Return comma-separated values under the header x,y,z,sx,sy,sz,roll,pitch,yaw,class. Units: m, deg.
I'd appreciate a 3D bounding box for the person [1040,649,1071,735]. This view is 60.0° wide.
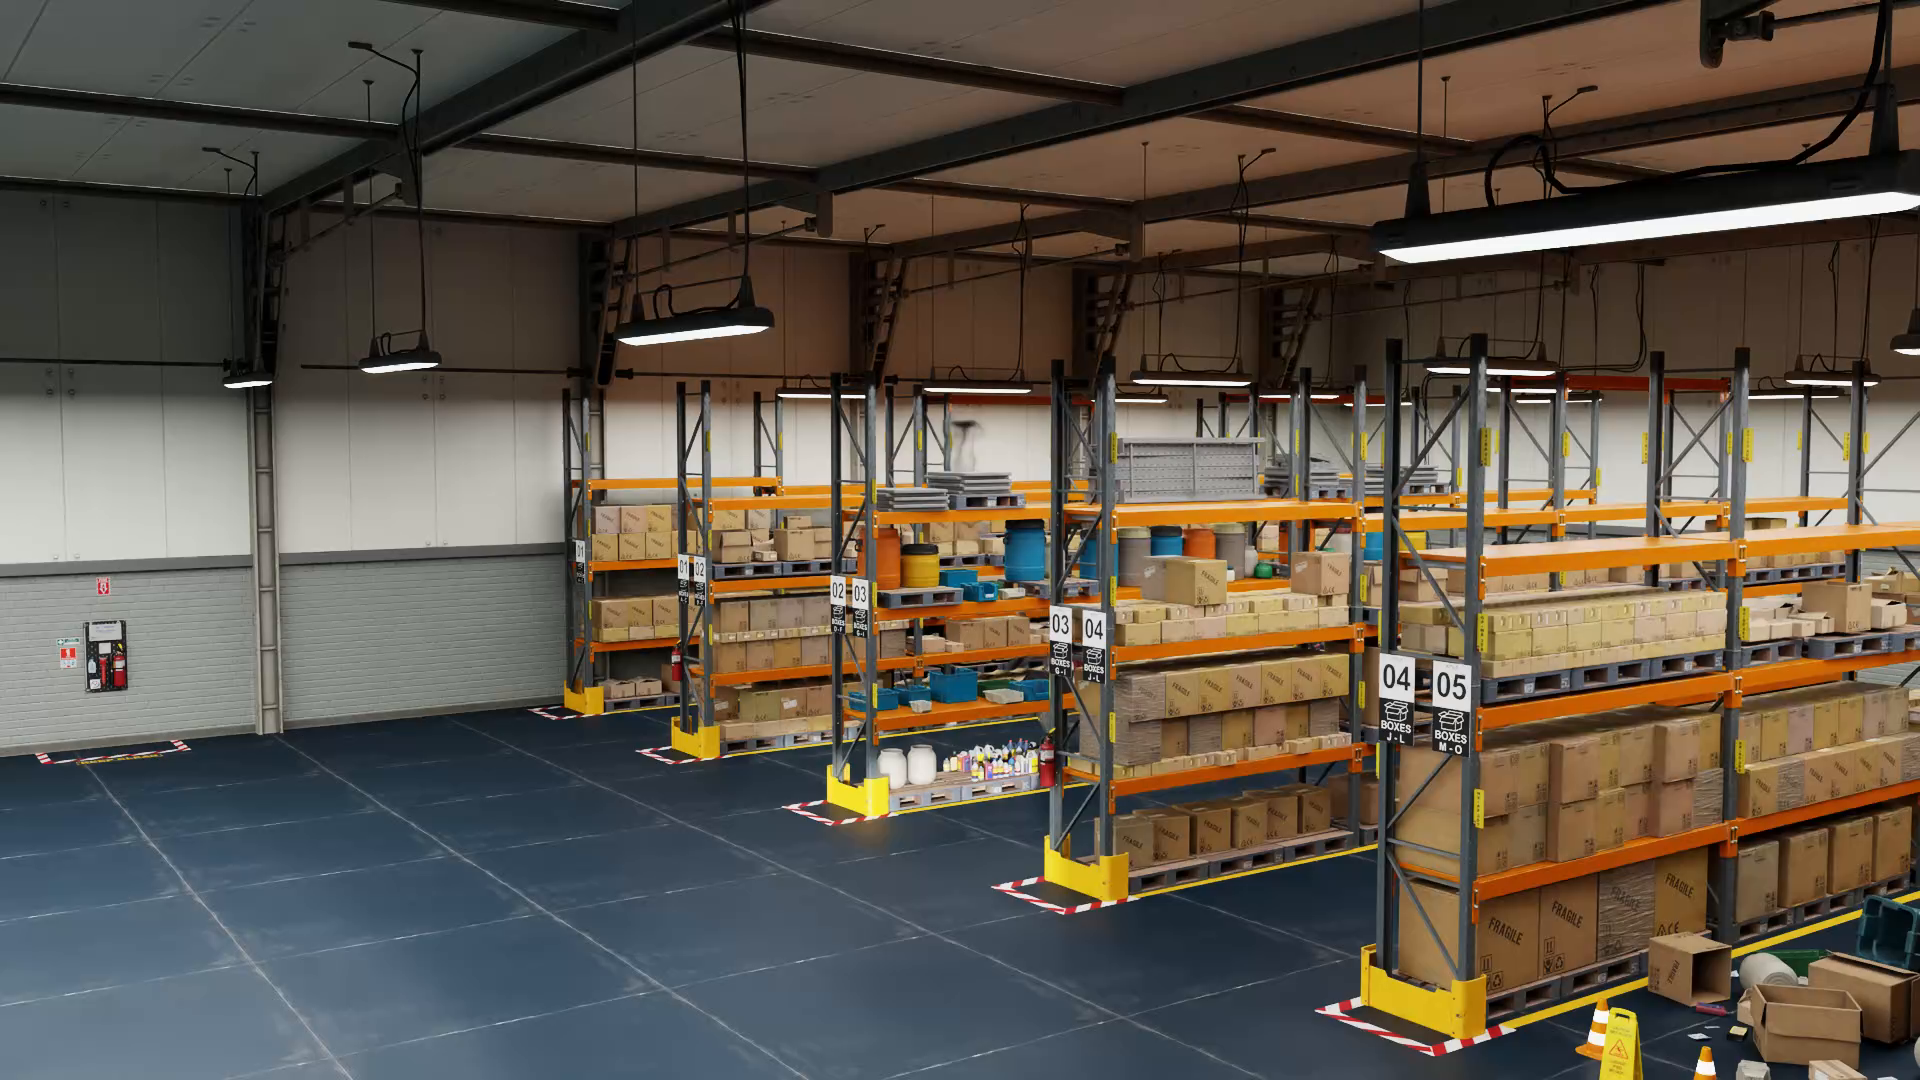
x,y,z,sx,sy,sz,roll,pitch,yaw,class
1.523,2.604,27.180,0.554,1.660,0.616,-2,4,-31,person

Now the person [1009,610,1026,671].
x,y,z,sx,sy,sz,roll,pitch,yaw,class
1.216,2.238,33.098,0.765,1.694,0.581,-2,4,-30,person
